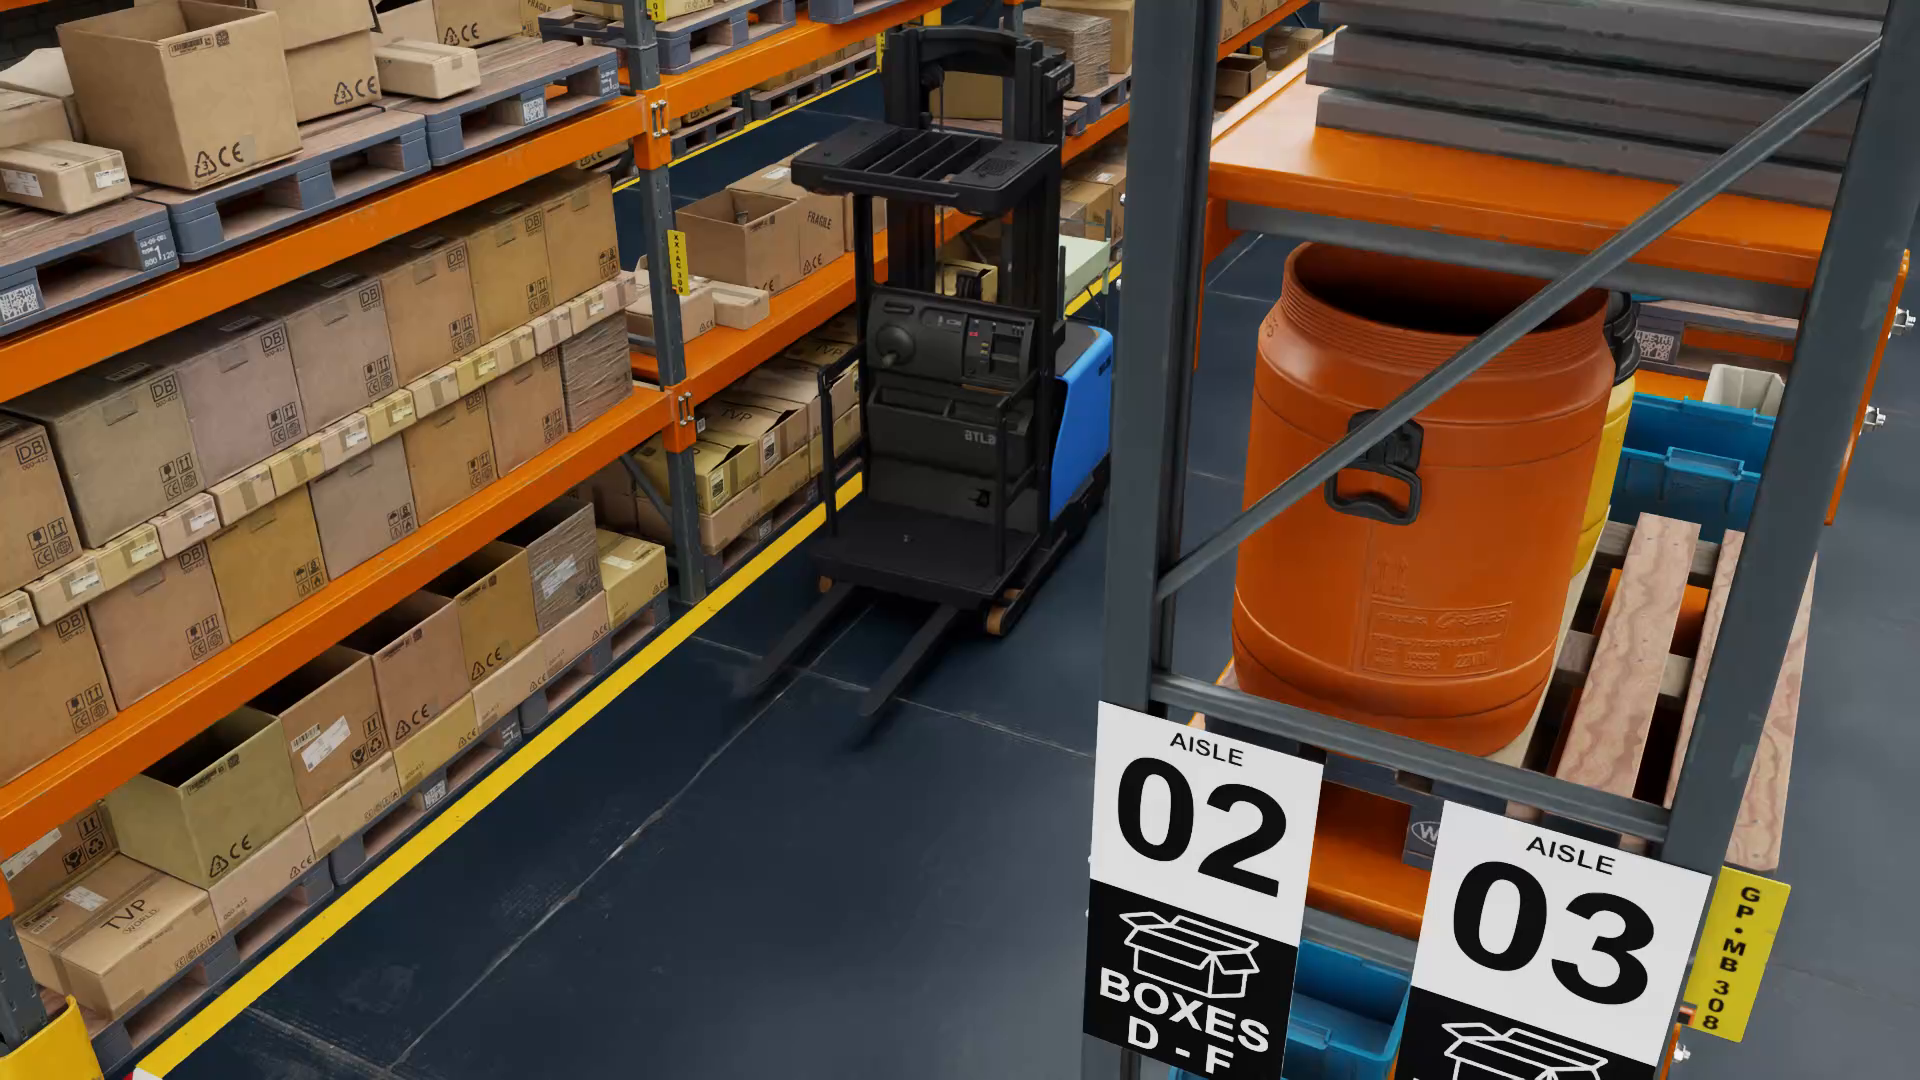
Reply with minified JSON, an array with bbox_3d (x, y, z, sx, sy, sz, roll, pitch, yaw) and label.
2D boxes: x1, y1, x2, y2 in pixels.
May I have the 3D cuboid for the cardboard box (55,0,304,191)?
[{"bbox_3d":[-2.696,-1.561,5.781,0.500,0.500,0.500,14,33,23],"label":"cardboard box"}]

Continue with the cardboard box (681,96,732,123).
[{"bbox_3d":[-2.822,-4.674,16.613,0.750,0.750,0.750,15,33,24],"label":"cardboard box"}]

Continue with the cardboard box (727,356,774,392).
[{"bbox_3d":[-1.484,-1.003,10.261,0.500,0.311,0.500,14,33,23],"label":"cardboard box"}]

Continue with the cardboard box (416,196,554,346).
[{"bbox_3d":[-2.300,-1.256,7.522,0.700,0.500,0.500,14,33,23],"label":"cardboard box"}]

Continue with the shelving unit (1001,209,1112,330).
[{"bbox_3d":[0.596,-1.268,10.449,0.431,1.500,0.755,14,32,22],"label":"shelving unit"}]

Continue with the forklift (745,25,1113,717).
[{"bbox_3d":[-0.139,-1.002,8.552,1.130,2.935,3.031,12,32,20],"label":"forklift"}]

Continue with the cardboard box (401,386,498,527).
[{"bbox_3d":[-2.537,-0.461,7.440,0.700,0.500,0.500,15,33,24],"label":"cardboard box"}]

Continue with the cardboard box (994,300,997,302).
[{"bbox_3d":[-0.074,-1.547,11.771,0.500,0.250,0.500,15,33,24],"label":"cardboard box"}]

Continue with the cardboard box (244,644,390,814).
[{"bbox_3d":[-2.811,0.752,7.015,0.500,0.500,0.500,14,33,23],"label":"cardboard box"}]

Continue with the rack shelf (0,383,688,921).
[{"bbox_3d":[-2.785,0.126,7.241,1.077,0.370,4.000,14,33,23],"label":"rack shelf"}]

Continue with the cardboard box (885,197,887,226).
[{"bbox_3d":[-0.583,-2.159,10.750,0.380,0.149,0.250,17,34,27],"label":"cardboard box"}]

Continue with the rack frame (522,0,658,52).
[{"bbox_3d":[-1.874,-3.674,7.112,1.000,3.000,0.127,14,33,23],"label":"rack frame"}]

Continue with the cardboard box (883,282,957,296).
[{"bbox_3d":[-0.302,-1.559,11.229,0.500,0.311,0.500,14,33,23],"label":"cardboard box"}]

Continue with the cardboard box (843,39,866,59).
[{"bbox_3d":[-1.505,-5.835,18.987,0.700,0.500,0.500,13,32,22],"label":"cardboard box"}]

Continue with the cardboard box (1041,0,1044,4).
[{"bbox_3d":[1.099,-4.366,13.819,0.700,0.500,0.500,20,35,31],"label":"cardboard box"}]

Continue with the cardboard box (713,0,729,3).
[{"bbox_3d":[-1.337,-3.006,8.689,0.500,0.250,0.500,11,32,19],"label":"cardboard box"}]

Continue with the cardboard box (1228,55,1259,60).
[{"bbox_3d":[2.865,-4.992,17.751,0.500,0.250,0.500,14,33,23],"label":"cardboard box"}]

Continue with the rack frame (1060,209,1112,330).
[{"bbox_3d":[0.758,-1.431,10.735,0.400,1.500,0.023,14,32,22],"label":"rack frame"}]

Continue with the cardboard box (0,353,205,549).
[{"bbox_3d":[-3.213,-0.367,5.974,0.700,0.500,0.500,13,32,22],"label":"cardboard box"}]

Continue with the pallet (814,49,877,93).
[{"bbox_3d":[-1.670,-5.394,18.932,1.003,0.211,1.213,14,33,23],"label":"pallet"}]

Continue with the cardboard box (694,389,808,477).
[{"bbox_3d":[-1.231,-0.653,9.651,0.500,0.311,0.500,14,33,23],"label":"cardboard box"}]

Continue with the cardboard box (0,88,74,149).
[{"bbox_3d":[-3.406,-1.348,5.662,0.500,0.250,0.500,14,33,23],"label":"cardboard box"}]

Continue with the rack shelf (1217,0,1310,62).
[{"bbox_3d":[2.681,-5.194,16.505,1.077,0.370,4.000,14,33,23],"label":"rack shelf"}]

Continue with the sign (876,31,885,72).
[{"bbox_3d":[-0.539,-3.433,11.632,0.100,0.325,0.005,14,33,23],"label":"sign"}]

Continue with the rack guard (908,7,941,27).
[{"bbox_3d":[-0.808,-6.441,20.465,1.175,0.500,0.348,14,33,23],"label":"rack guard"}]

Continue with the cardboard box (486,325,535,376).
[{"bbox_3d":[-2.157,-0.886,7.528,0.380,0.149,0.250,14,33,23],"label":"cardboard box"}]

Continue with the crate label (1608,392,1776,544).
[{"bbox_3d":[1.858,-0.165,4.163,0.502,0.251,0.408,14,33,23],"label":"crate label"}]

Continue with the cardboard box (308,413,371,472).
[{"bbox_3d":[-2.625,-0.430,6.736,0.380,0.149,0.250,15,33,24],"label":"cardboard box"}]

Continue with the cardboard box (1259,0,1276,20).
[{"bbox_3d":[2.705,-5.276,15.824,0.500,0.500,0.500,14,33,23],"label":"cardboard box"}]

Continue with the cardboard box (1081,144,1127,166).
[{"bbox_3d":[1.339,-3.003,14.035,0.500,0.500,0.500,15,33,24],"label":"cardboard box"}]

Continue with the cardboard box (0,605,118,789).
[{"bbox_3d":[-3.472,0.453,5.848,0.700,0.500,0.500,14,33,23],"label":"cardboard box"}]

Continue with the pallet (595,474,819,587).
[{"bbox_3d":[-1.573,-0.199,9.884,1.003,0.211,1.213,14,33,23],"label":"pallet"}]

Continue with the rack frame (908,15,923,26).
[{"bbox_3d":[-0.819,-7.515,19.824,1.000,3.000,0.127,14,33,23],"label":"rack frame"}]

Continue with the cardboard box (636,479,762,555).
[{"bbox_3d":[-1.470,-0.185,9.399,0.500,0.250,0.500,13,33,22],"label":"cardboard box"}]

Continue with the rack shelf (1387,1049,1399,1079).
[{"bbox_3d":[1.623,1.251,5.281,1.077,0.370,4.000,14,33,23],"label":"rack shelf"}]

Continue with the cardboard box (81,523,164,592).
[{"bbox_3d":[-3.093,0.023,5.946,0.380,0.149,0.250,14,33,23],"label":"cardboard box"}]

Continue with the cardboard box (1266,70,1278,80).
[{"bbox_3d":[3.105,-4.680,17.206,0.500,0.250,0.500,14,33,23],"label":"cardboard box"}]

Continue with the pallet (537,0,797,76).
[{"bbox_3d":[-1.484,-2.684,8.592,0.805,0.209,1.217,13,32,21],"label":"pallet"}]

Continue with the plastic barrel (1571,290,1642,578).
[{"bbox_3d":[1.118,-0.273,3.590,0.600,0.588,0.600,0,30,0],"label":"plastic barrel"}]

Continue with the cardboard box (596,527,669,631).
[{"bbox_3d":[-1.891,0.193,8.742,0.500,0.250,0.500,14,33,23],"label":"cardboard box"}]

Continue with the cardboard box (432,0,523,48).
[{"bbox_3d":[-2.338,-2.496,7.410,0.500,0.500,0.500,17,34,27],"label":"cardboard box"}]

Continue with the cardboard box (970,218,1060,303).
[{"bbox_3d":[0.410,-2.090,12.445,0.500,0.500,0.500,16,33,25],"label":"cardboard box"}]

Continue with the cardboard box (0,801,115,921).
[{"bbox_3d":[-3.717,1.080,6.443,0.500,0.500,0.500,14,33,23],"label":"cardboard box"}]

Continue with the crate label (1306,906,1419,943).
[{"bbox_3d":[1.309,0.933,5.077,0.502,0.435,0.616,14,33,23],"label":"crate label"}]

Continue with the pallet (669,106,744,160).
[{"bbox_3d":[-2.926,-4.173,16.805,1.003,0.211,1.213,14,33,23],"label":"pallet"}]

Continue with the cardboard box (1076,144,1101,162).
[{"bbox_3d":[0.866,-3.108,14.218,0.500,0.500,0.500,15,33,24],"label":"cardboard box"}]

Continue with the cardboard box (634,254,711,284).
[{"bbox_3d":[-1.637,-1.446,9.391,0.396,0.266,0.258,13,33,22],"label":"cardboard box"}]

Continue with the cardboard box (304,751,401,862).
[{"bbox_3d":[-2.801,1.080,7.197,0.500,0.250,0.500,14,33,23],"label":"cardboard box"}]

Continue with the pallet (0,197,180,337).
[{"bbox_3d":[-3.351,-0.869,5.328,1.003,0.211,1.213,14,33,23],"label":"pallet"}]
